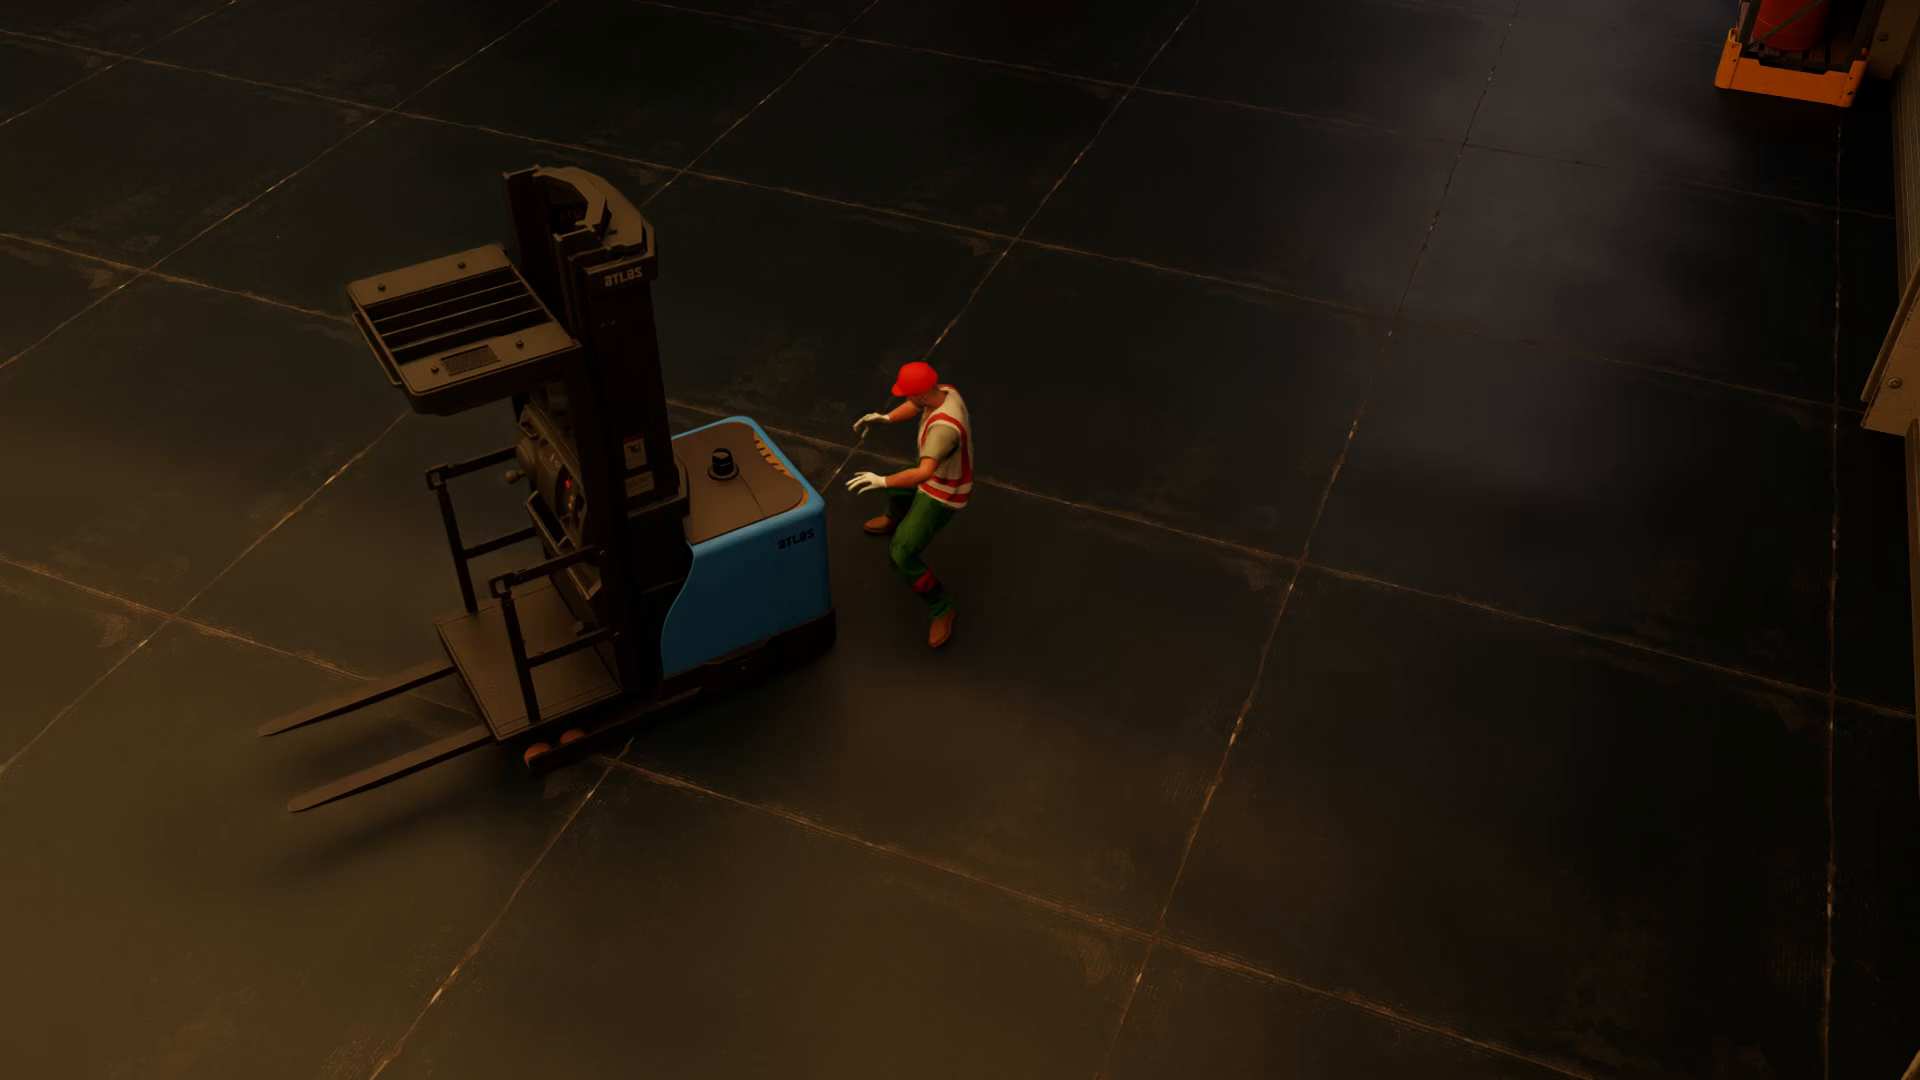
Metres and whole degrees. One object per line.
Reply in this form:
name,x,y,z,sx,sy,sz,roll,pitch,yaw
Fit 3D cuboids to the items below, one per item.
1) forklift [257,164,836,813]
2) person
forklift,-2.235,-0.277,8.338,3.031,2.935,1.130,-21,44,-23
person,-0.270,-0.330,9.479,0.690,1.547,1.232,1,40,1
